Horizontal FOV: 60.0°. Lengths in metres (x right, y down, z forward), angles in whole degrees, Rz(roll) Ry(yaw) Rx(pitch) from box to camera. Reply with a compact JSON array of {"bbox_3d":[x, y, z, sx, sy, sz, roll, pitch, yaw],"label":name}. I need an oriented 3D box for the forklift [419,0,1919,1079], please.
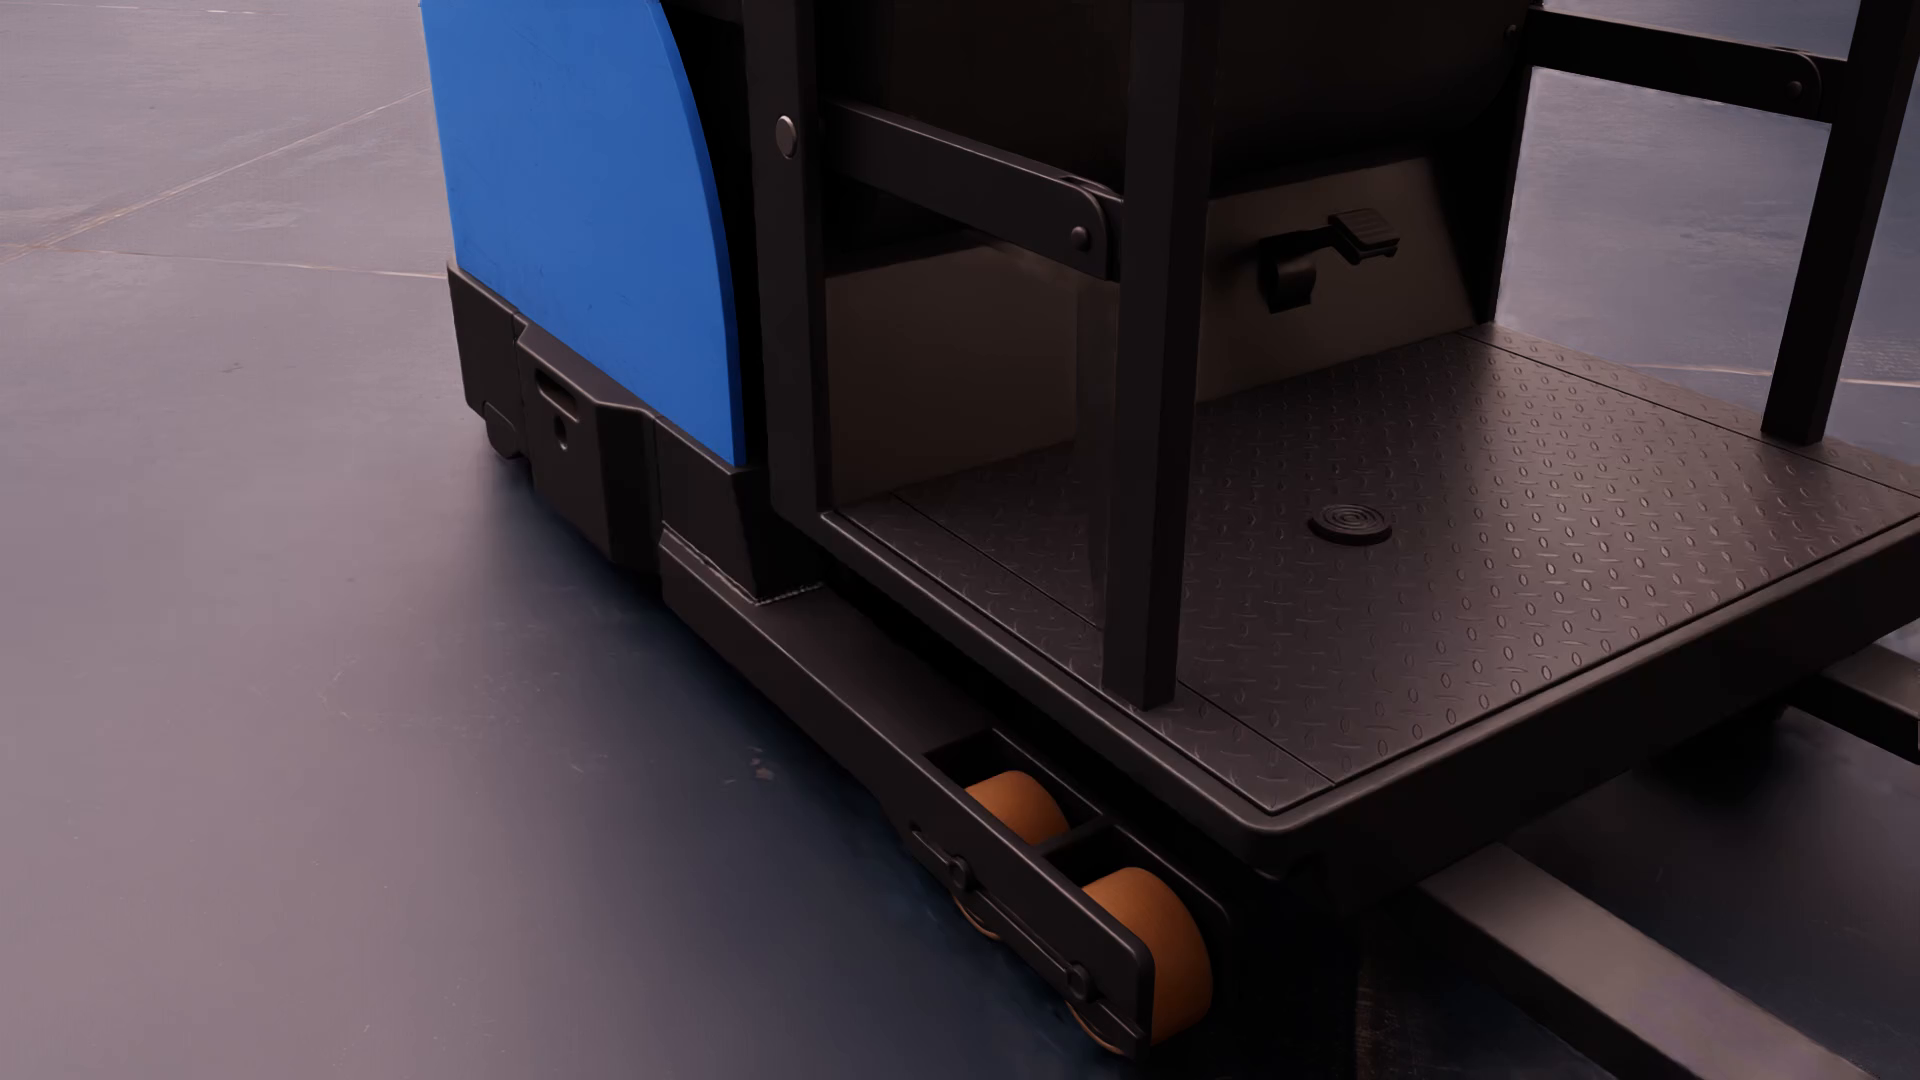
[{"bbox_3d":[0.410,-1.079,1.384,1.130,2.935,3.031,-17,31,-30],"label":"forklift"}]
